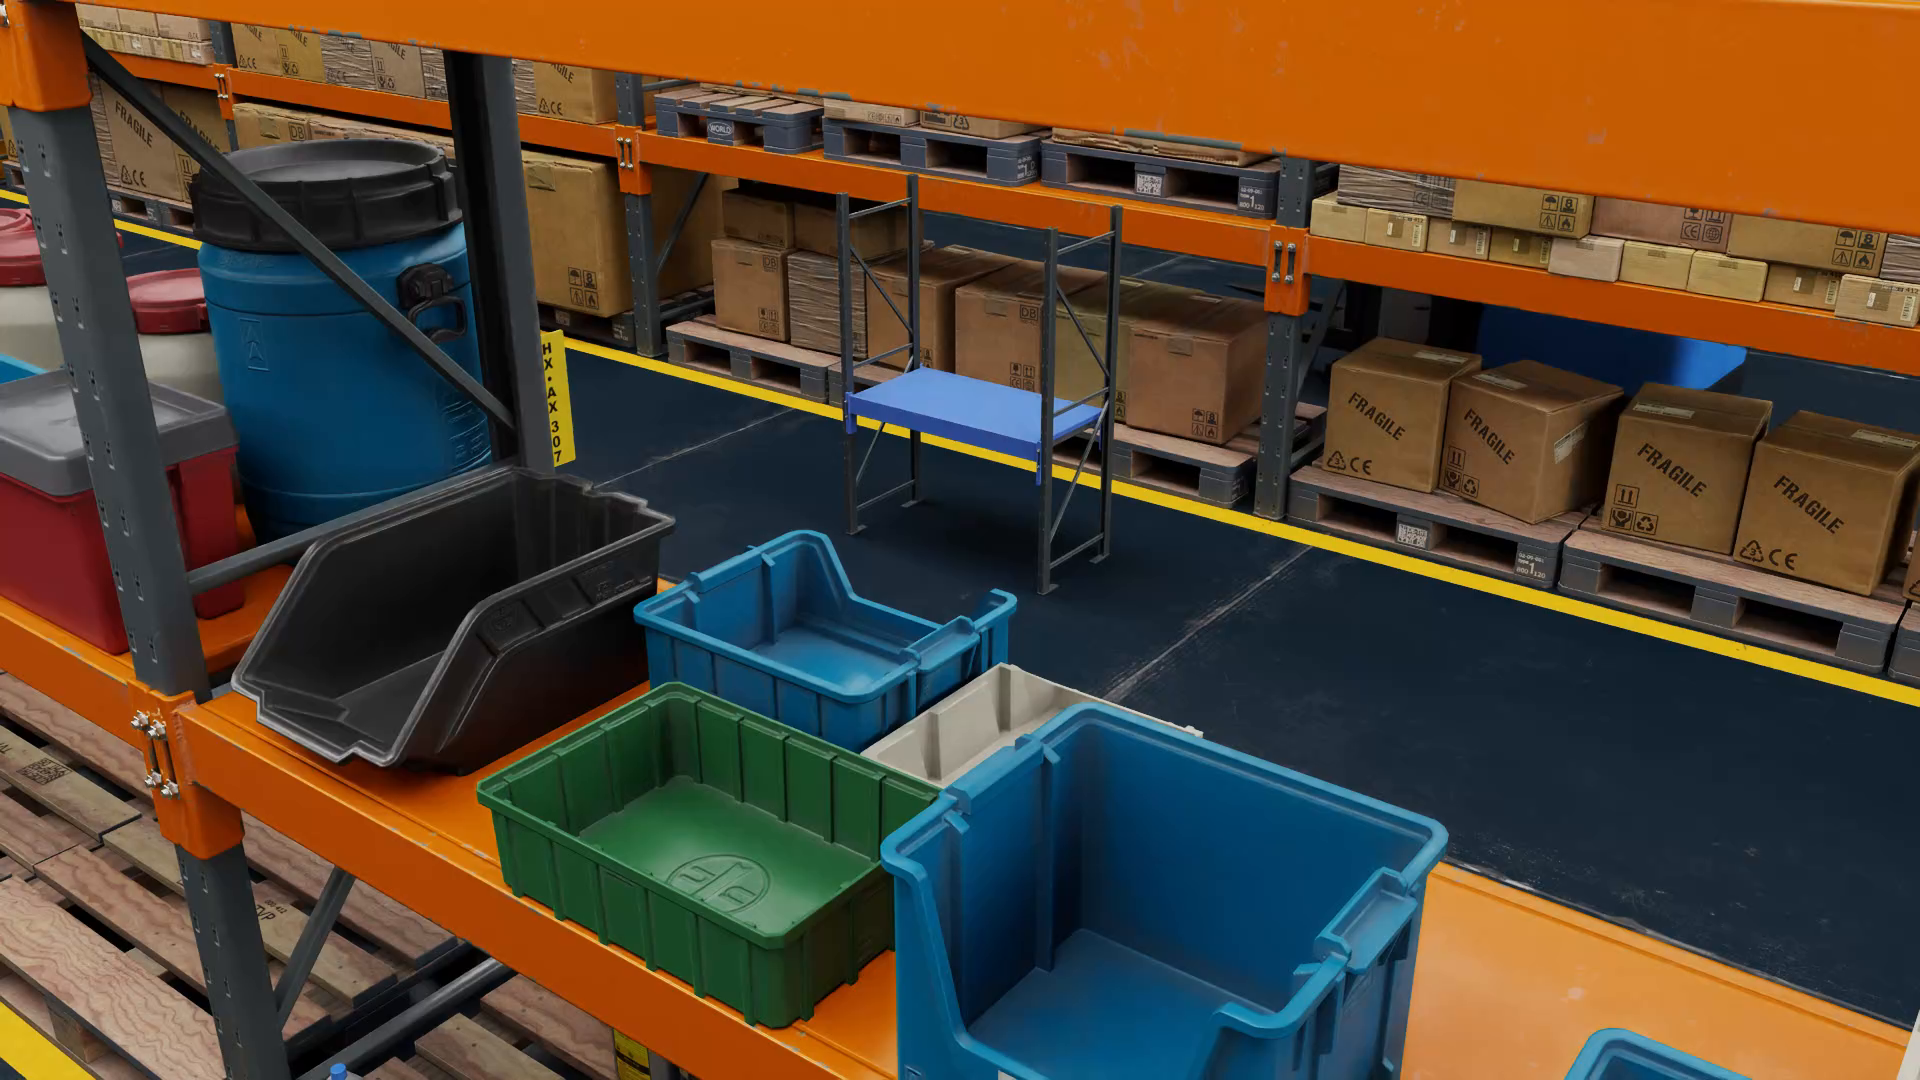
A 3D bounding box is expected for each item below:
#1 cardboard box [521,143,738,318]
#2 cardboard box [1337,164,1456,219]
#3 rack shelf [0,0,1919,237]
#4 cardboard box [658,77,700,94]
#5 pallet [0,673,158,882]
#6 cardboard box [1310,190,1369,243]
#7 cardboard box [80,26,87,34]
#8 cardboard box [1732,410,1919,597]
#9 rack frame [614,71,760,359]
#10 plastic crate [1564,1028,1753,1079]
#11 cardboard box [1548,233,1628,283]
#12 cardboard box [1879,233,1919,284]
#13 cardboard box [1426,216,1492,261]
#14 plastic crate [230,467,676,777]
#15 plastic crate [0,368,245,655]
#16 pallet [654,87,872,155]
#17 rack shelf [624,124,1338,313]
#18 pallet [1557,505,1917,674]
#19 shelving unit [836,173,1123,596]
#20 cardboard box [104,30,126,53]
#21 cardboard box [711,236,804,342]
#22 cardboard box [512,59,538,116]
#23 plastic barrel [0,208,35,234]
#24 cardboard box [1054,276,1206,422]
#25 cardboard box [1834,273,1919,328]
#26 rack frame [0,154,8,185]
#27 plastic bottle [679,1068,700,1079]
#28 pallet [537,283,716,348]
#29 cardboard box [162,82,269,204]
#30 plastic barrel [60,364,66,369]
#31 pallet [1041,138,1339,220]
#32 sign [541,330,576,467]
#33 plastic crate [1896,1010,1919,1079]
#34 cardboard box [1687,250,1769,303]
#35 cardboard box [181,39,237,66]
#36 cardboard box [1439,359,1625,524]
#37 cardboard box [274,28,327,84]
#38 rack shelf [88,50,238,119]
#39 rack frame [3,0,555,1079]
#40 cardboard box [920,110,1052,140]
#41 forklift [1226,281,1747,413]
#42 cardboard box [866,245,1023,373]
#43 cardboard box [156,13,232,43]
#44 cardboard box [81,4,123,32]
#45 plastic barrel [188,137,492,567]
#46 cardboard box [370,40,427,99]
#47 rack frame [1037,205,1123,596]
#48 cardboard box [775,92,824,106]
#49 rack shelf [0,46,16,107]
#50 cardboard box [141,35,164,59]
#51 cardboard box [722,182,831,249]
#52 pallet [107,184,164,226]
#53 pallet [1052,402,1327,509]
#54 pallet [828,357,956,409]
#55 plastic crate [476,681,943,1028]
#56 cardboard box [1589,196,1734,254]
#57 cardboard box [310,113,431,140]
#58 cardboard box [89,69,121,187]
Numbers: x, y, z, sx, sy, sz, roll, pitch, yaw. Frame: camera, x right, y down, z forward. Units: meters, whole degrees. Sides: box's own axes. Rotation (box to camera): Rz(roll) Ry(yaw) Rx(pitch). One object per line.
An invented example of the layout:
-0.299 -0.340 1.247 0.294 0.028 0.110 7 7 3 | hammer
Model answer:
-2.073 -1.987 10.154 0.875 0.875 1.225 15 28 31 | cardboard box
1.990 -1.679 6.848 0.500 0.500 0.875 17 29 33 | cardboard box
0.297 -0.588 2.036 4.000 0.370 1.077 17 29 33 | rack shelf
-1.759 -2.844 9.862 0.500 0.500 0.500 18 29 35 | cardboard box
-2.935 0.776 5.228 1.213 0.211 1.003 17 29 33 | pallet
1.659 -1.362 6.933 0.250 0.149 0.380 17 29 33 | cardboard box
-6.406 -3.786 12.435 0.250 0.149 0.380 17 29 34 | cardboard box
3.390 -0.155 6.460 0.500 0.500 0.500 20 31 38 | cardboard box
-1.534 -2.593 9.416 0.127 3.000 1.000 17 29 33 | rack frame
0.801 0.824 1.844 0.408 0.251 0.499 17 29 33 | plastic crate
2.449 -1.115 6.372 0.250 0.149 0.380 17 29 33 | cardboard box
3.598 -1.200 5.760 0.500 0.500 0.875 17 29 33 | cardboard box
2.068 -1.246 6.669 0.250 0.149 0.380 17 29 33 | cardboard box
-0.961 0.168 3.226 0.504 0.338 0.767 17 29 33 | plastic crate
-1.874 -0.076 3.622 0.583 0.464 0.402 17 29 33 | plastic crate
-0.899 -2.368 9.141 1.003 0.211 1.213 17 29 33 | pallet
0.067 -1.781 8.463 4.000 0.370 1.077 17 29 33 | rack shelf
3.206 0.096 6.771 1.213 0.211 1.003 17 29 33 | pallet
0.068 -0.666 6.901 1.048 1.500 0.538 17 29 33 | shelving unit
-5.999 -3.662 12.154 0.250 0.149 0.380 17 29 34 | cardboard box
-0.985 -1.495 9.478 0.500 0.500 0.700 15 28 31 | cardboard box
-2.473 -2.801 9.763 0.500 0.500 0.500 17 29 33 | cardboard box
-2.871 -0.674 4.892 0.433 0.535 0.433 0 24 0 | plastic barrel
0.818 -0.960 8.264 0.500 0.500 0.700 17 29 33 | cardboard box
3.253 -0.875 5.827 0.250 0.149 0.380 17 29 33 | cardboard box
-7.935 -4.528 13.807 0.127 3.000 1.000 17 29 33 | rack frame
-0.530 1.180 3.684 0.135 0.276 0.152 17 29 33 | plastic bottle
-2.119 -1.532 10.466 1.213 0.211 1.003 17 29 33 | pallet
-5.215 -2.966 12.376 0.875 0.875 0.875 17 29 33 | cardboard box
-2.270 -0.334 4.460 0.301 0.262 0.301 0 24 0 | plastic barrel
1.143 -1.770 7.785 1.213 0.211 1.003 17 29 33 | pallet
-0.965 -0.330 3.935 0.005 0.325 0.100 17 29 33 | sign
1.374 0.740 2.178 0.250 0.136 0.298 17 29 33 | plastic crate
2.867 -1.004 6.119 0.250 0.149 0.380 17 29 33 | cardboard box
-5.175 -3.414 11.589 0.250 0.149 0.380 17 29 34 | cardboard box
2.426 -0.429 7.082 0.500 0.500 0.500 -16 28 -31 | cardboard box
-4.113 -3.293 10.880 0.500 0.500 0.500 17 29 33 | cardboard box
-6.335 -3.715 12.854 4.000 0.370 1.077 17 29 33 | rack shelf
-1.303 -0.028 3.594 0.127 3.000 1.000 17 29 33 | rack frame
0.225 -2.255 7.999 0.637 0.503 0.797 20 31 38 | cardboard box
2.619 -2.236 8.689 3.031 2.935 1.130 19 30 36 | forklift
-0.076 -1.230 8.877 0.500 0.500 0.700 20 31 38 | cardboard box
-5.245 -3.650 11.632 0.500 0.250 0.500 16 29 32 | cardboard box
-6.069 -3.898 12.194 0.500 0.250 0.500 18 29 34 | cardboard box
-1.431 -0.449 3.926 0.708 0.901 0.600 17 29 33 | plastic barrel
-3.297 -3.049 10.326 0.500 0.500 0.500 17 29 34 | cardboard box
0.475 -0.543 6.622 0.032 1.500 0.500 17 29 33 | rack frame
-0.571 -2.611 8.811 0.700 0.500 0.500 -22 32 -40 | cardboard box
-2.904 -1.555 4.232 4.000 0.370 1.077 17 29 33 | rack shelf
-5.586 -3.538 11.871 0.250 0.149 0.380 16 29 32 | cardboard box
-0.979 -1.842 9.334 0.500 0.250 0.500 18 30 35 | cardboard box
-6.276 -2.789 13.317 1.213 0.211 1.003 17 29 33 | pallet
1.043 -0.538 8.209 1.213 0.211 1.003 17 29 33 | pallet
0.063 -0.833 8.878 1.213 0.211 1.003 17 29 33 | pallet
-0.386 0.488 2.685 0.662 0.188 0.450 17 29 33 | plastic crate
2.830 -1.459 6.347 0.500 0.500 0.875 17 29 33 | cardboard box
-3.495 -2.416 11.128 0.875 0.875 1.225 16 28 32 | cardboard box
-6.647 -3.399 13.358 0.875 0.875 0.875 17 29 33 | cardboard box
